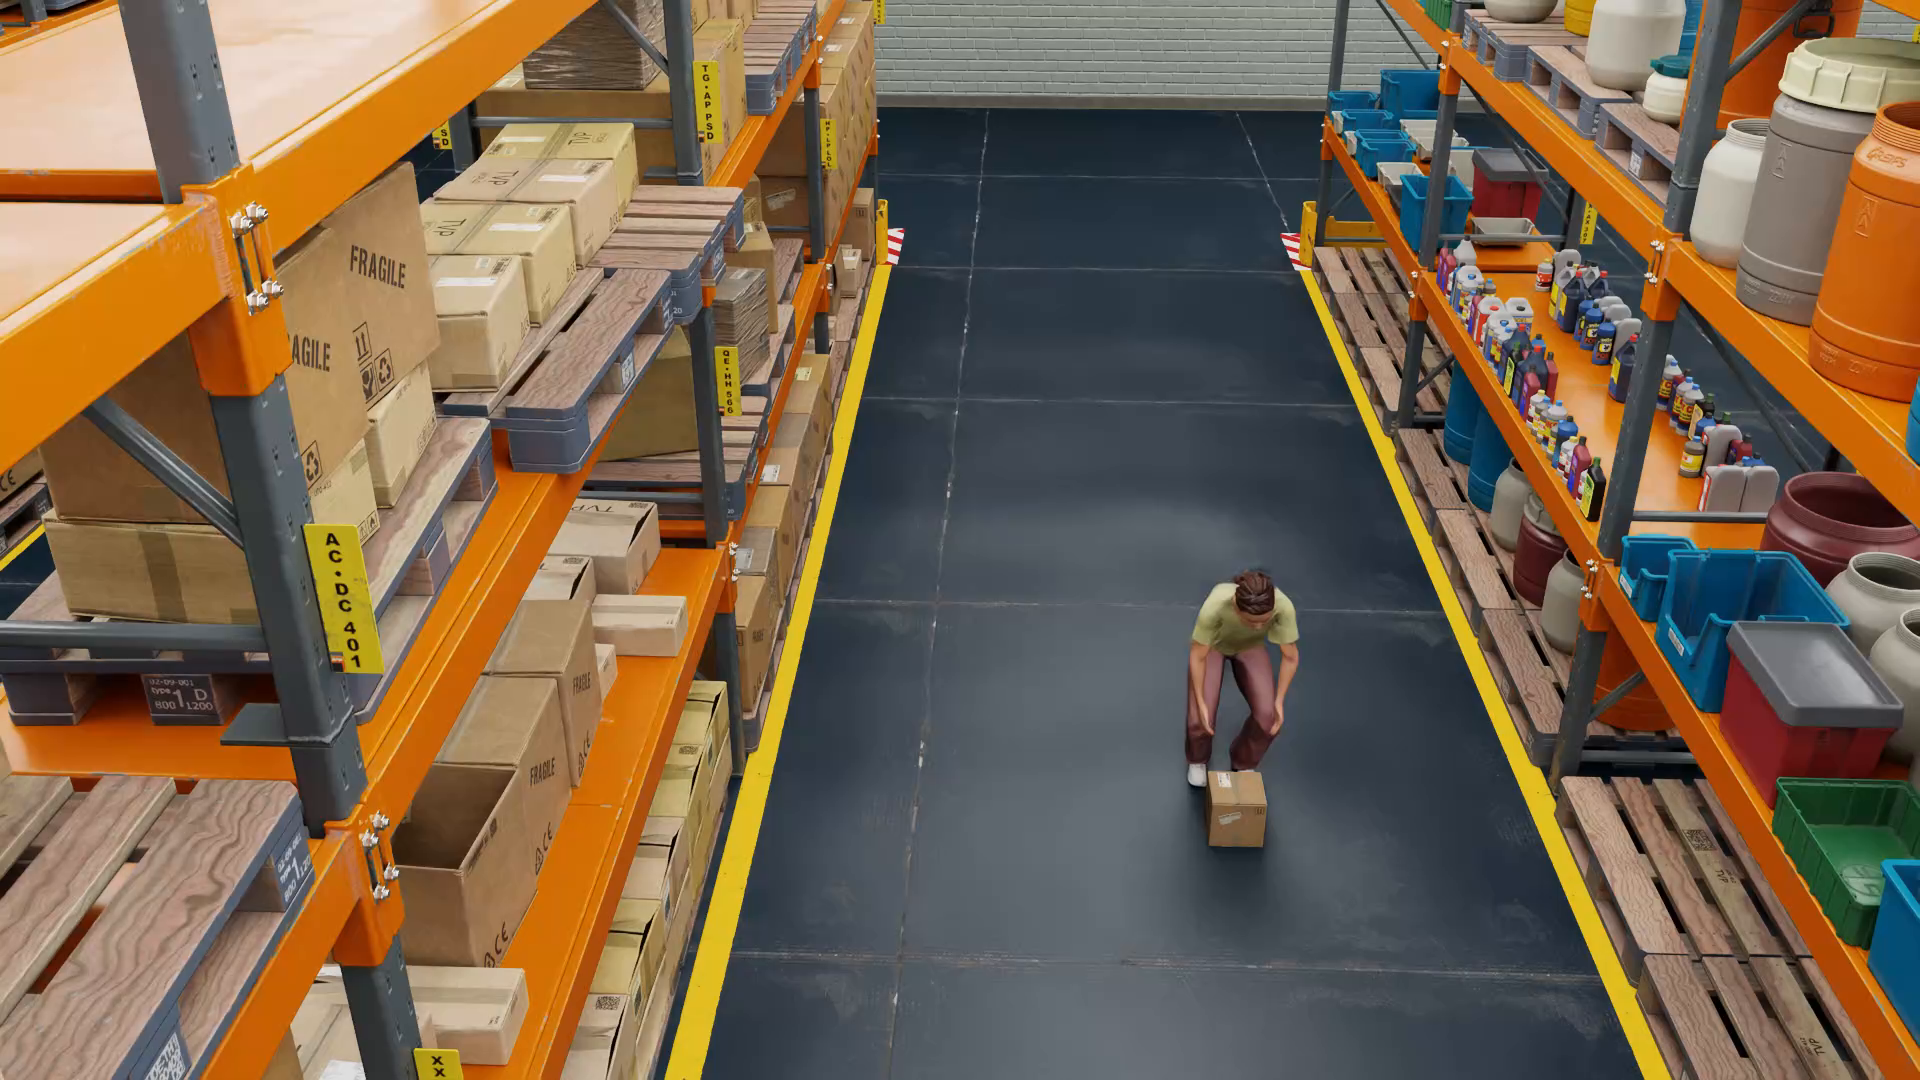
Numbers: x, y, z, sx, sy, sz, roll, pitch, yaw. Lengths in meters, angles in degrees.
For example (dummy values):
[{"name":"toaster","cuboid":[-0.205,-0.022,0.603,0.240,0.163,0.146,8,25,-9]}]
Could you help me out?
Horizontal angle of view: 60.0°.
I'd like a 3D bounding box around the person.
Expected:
[{"name":"person","cuboid":[1.328,0.649,7.898,0.508,1.216,0.720,1,28,2]}]
